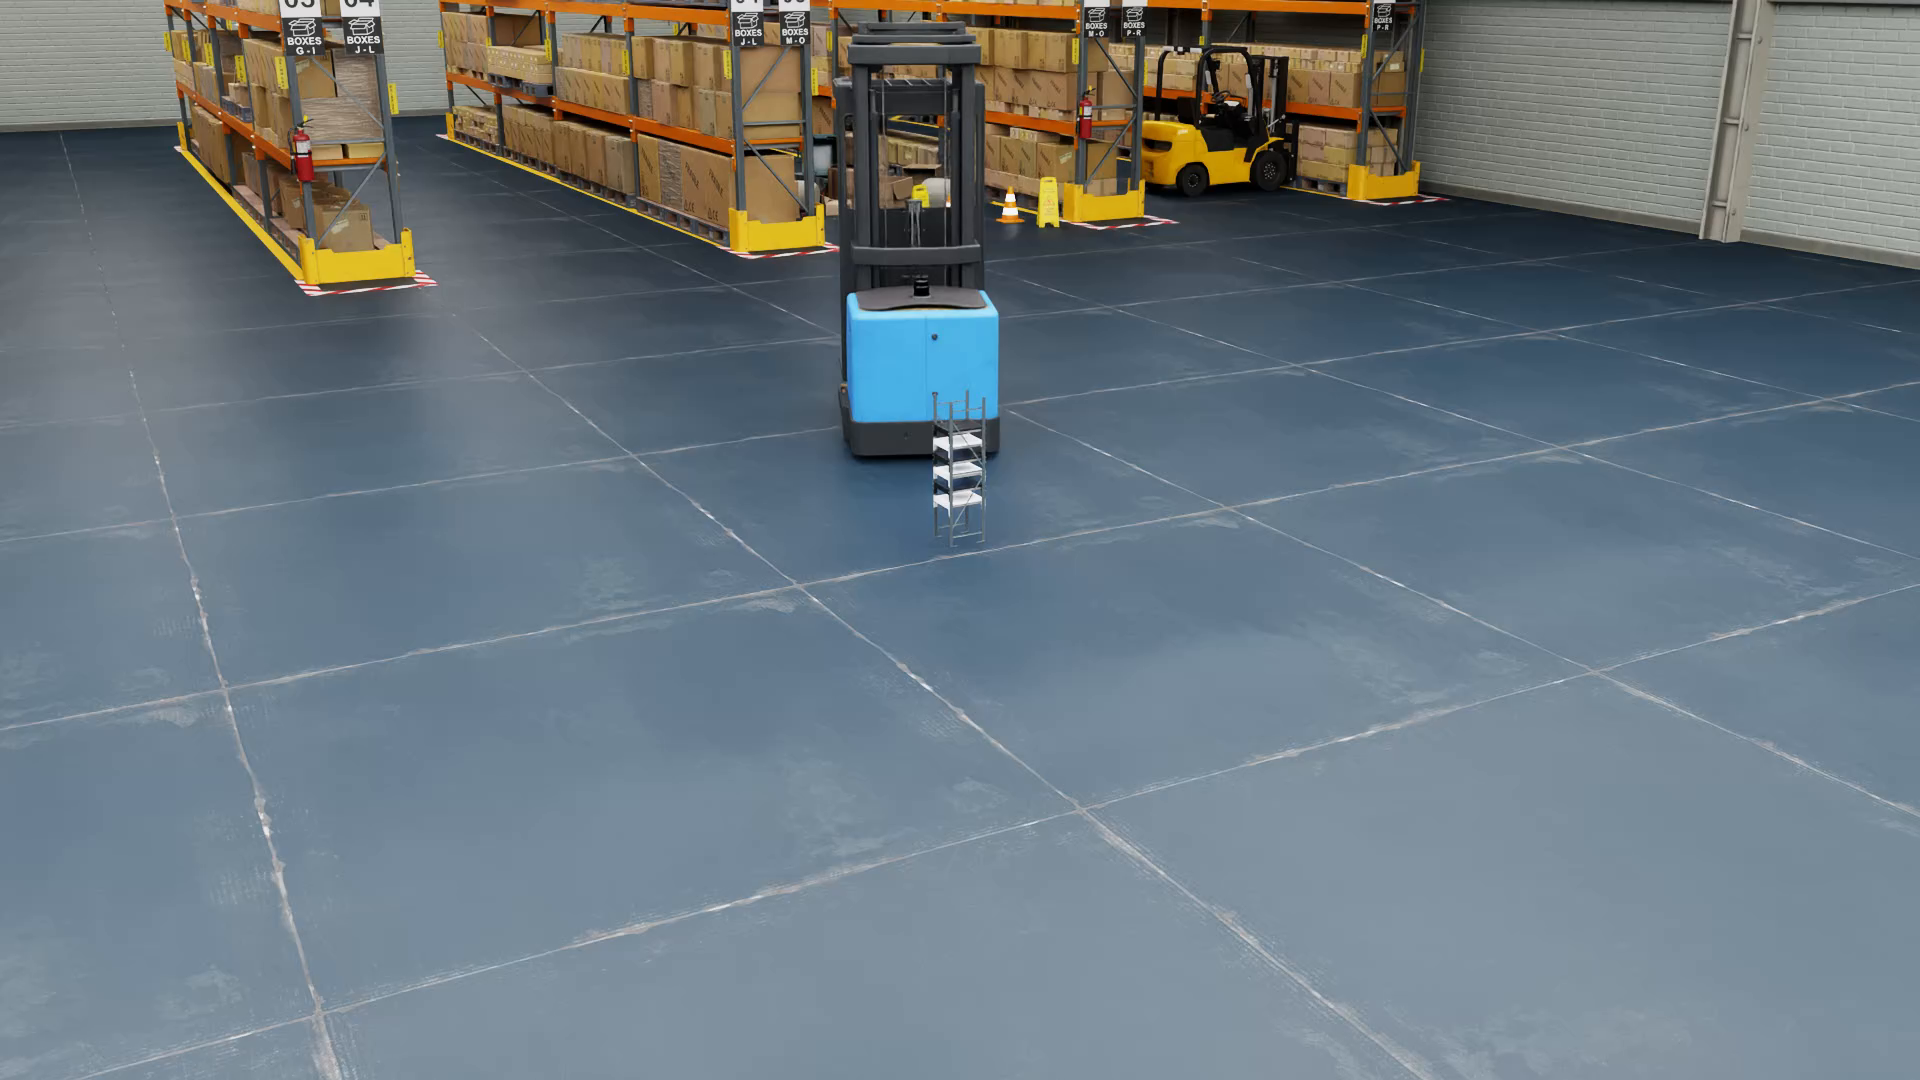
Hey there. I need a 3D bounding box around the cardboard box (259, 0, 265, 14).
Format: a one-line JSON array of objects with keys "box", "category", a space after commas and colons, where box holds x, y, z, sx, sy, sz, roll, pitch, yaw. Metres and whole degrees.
[{"box": [-7.618, -6.072, 18.760, 0.500, 0.250, 0.500, -9, 21, -25], "category": "cardboard box"}]

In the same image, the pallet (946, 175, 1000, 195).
[{"box": [0.482, -5.512, 25.782, 1.003, 0.211, 1.213, -10, 21, -27], "category": "pallet"}]

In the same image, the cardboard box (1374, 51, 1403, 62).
[{"box": [6.427, -7.263, 24.978, 0.380, 0.149, 0.250, -10, 22, -28], "category": "cardboard box"}]

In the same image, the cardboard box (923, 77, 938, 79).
[{"box": [-0.355, -7.202, 26.147, 0.380, 0.149, 0.250, -10, 21, -26], "category": "cardboard box"}]

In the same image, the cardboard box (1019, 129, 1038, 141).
[{"box": [1.072, -5.786, 23.729, 0.380, 0.149, 0.250, -10, 21, -26], "category": "cardboard box"}]

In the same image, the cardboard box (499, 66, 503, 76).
[{"box": [-7.823, -8.191, 29.011, 0.380, 0.149, 0.250, -10, 21, -26], "category": "cardboard box"}]

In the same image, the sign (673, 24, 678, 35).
[{"box": [-6.058, -10.825, 35.455, 0.100, 0.325, 0.005, -10, 21, -27], "category": "sign"}]

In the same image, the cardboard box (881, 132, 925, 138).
[{"box": [-1.150, -6.748, 28.473, 0.950, 0.372, 0.625, -10, 22, -28], "category": "cardboard box"}]

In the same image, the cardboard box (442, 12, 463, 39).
[{"box": [-9.895, -10.157, 32.827, 0.500, 0.500, 0.500, -10, 21, -27], "category": "cardboard box"}]

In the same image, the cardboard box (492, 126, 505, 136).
[{"box": [-8.405, -7.551, 30.687, 0.380, 0.149, 0.250, -10, 21, -26], "category": "cardboard box"}]

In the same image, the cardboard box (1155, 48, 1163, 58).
[{"box": [3.622, -8.495, 29.003, 0.380, 0.149, 0.250, -11, 22, -28], "category": "cardboard box"}]

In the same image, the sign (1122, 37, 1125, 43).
[{"box": [3.086, -9.570, 31.492, 0.100, 0.325, 0.005, -10, 21, -27], "category": "sign"}]

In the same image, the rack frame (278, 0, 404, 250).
[{"box": [-6.690, -4.334, 18.094, 1.000, 3.000, 0.127, -10, 21, -27], "category": "rack frame"}]

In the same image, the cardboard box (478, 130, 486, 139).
[{"box": [-8.953, -7.726, 31.650, 0.380, 0.149, 0.250, -10, 21, -27], "category": "cardboard box"}]

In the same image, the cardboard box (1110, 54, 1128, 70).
[{"box": [3.064, -8.639, 30.033, 0.500, 0.250, 0.500, -11, 22, -28], "category": "cardboard box"}]

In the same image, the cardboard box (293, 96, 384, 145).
[{"box": [-6.927, -4.684, 18.499, 0.875, 0.500, 0.500, -10, 21, -27], "category": "cardboard box"}]

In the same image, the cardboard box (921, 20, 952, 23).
[{"box": [-0.509, -11.054, 36.192, 0.500, 0.500, 0.500, -9, 21, -25], "category": "cardboard box"}]

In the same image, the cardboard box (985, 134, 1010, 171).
[{"box": [0.684, -5.759, 24.644, 0.500, 0.500, 0.500, -9, 21, -24], "category": "cardboard box"}]

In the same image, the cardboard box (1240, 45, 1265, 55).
[{"box": [4.753, -7.922, 26.887, 0.380, 0.149, 0.250, -9, 21, -25], "category": "cardboard box"}]

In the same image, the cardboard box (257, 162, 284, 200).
[{"box": [-9.338, -4.989, 23.149, 0.700, 0.500, 0.500, -12, 22, -31], "category": "cardboard box"}]

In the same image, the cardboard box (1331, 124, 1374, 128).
[{"box": [6.096, -6.321, 25.889, 0.500, 0.250, 0.500, -10, 21, -27], "category": "cardboard box"}]

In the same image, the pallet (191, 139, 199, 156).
[{"box": [-13.839, -7.392, 31.230, 1.003, 0.211, 1.213, -10, 21, -27], "category": "pallet"}]

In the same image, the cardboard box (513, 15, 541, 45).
[{"box": [-7.975, -9.346, 30.476, 0.500, 0.500, 0.500, -9, 21, -25], "category": "cardboard box"}]

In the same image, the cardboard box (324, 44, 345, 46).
[{"box": [-7.181, -5.483, 19.280, 0.500, 0.500, 0.500, -10, 21, -27], "category": "cardboard box"}]

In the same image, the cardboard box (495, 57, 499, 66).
[{"box": [-7.945, -8.406, 29.180, 0.380, 0.149, 0.250, -9, 21, -25], "category": "cardboard box"}]

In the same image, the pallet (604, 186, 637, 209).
[{"box": [-4.609, -5.114, 24.627, 1.003, 0.211, 1.213, -10, 21, -27], "category": "pallet"}]

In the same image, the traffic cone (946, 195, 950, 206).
[{"box": [-0.123, -4.324, 21.954, 0.336, 0.463, 0.334, -10, 21, -27], "category": "traffic cone"}]

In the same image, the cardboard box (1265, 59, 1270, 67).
[{"box": [5.001, -7.637, 26.518, 0.380, 0.149, 0.250, -11, 22, -28], "category": "cardboard box"}]

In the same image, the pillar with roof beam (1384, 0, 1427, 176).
[{"box": [3.072, -9.148, 22.846, 9.100, 9.000, 0.400, -10, 21, -27], "category": "pillar with roof beam"}]

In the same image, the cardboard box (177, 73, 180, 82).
[{"box": [-14.165, -8.509, 30.577, 0.380, 0.149, 0.250, -11, 22, -28], "category": "cardboard box"}]

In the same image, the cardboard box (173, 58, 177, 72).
[{"box": [-14.297, -8.818, 30.860, 0.500, 0.250, 0.500, -11, 22, -28], "category": "cardboard box"}]

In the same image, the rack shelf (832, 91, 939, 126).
[{"box": [-0.818, -7.252, 27.651, 1.077, 0.370, 4.000, -10, 21, -27], "category": "rack shelf"}]

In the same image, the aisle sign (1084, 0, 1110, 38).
[{"box": [1.806, -7.036, 21.937, 0.394, 0.787, 0.004, -10, 21, -27], "category": "aisle sign"}]

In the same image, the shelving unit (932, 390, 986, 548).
[{"box": [-0.004, -0.428, 9.991, 0.258, 0.900, 0.210, -10, 21, -27], "category": "shelving unit"}]

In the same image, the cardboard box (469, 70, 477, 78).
[{"box": [-9.123, -8.883, 31.661, 0.380, 0.149, 0.250, -10, 21, -26], "category": "cardboard box"}]

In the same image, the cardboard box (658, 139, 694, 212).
[{"box": [-3.508, -4.966, 22.539, 0.875, 0.875, 0.875, -10, 21, -26], "category": "cardboard box"}]

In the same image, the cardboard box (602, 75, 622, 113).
[{"box": [-4.899, -6.523, 24.282, 0.500, 0.500, 0.500, -10, 22, -27], "category": "cardboard box"}]

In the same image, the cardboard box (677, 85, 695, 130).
[{"box": [-3.217, -5.724, 21.893, 0.875, 0.550, 0.500, -10, 21, -27], "category": "cardboard box"}]

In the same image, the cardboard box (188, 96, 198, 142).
[{"box": [-13.913, -7.950, 31.186, 0.875, 0.875, 0.875, -10, 21, -27], "category": "cardboard box"}]

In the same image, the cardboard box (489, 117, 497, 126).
[{"box": [-8.529, -7.780, 30.893, 0.380, 0.149, 0.250, -10, 21, -26], "category": "cardboard box"}]

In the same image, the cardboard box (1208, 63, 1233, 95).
[{"box": [4.480, -7.667, 27.599, 0.500, 0.500, 0.500, -11, 22, -28], "category": "cardboard box"}]

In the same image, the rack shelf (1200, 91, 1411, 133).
[{"box": [5.448, -6.873, 26.555, 1.077, 0.370, 4.000, -10, 21, -27], "category": "rack shelf"}]

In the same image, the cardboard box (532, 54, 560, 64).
[{"box": [-6.712, -7.801, 26.969, 0.380, 0.149, 0.250, -11, 22, -29], "category": "cardboard box"}]

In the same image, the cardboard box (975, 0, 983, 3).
[{"box": [0.438, -7.973, 24.427, 0.380, 0.149, 0.250, -9, 21, -25], "category": "cardboard box"}]

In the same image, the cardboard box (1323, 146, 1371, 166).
[{"box": [5.892, -5.866, 25.337, 0.500, 0.250, 0.500, -10, 22, -27], "category": "cardboard box"}]

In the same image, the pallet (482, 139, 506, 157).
[{"box": [-8.325, -7.388, 31.217, 1.003, 0.211, 1.213, -10, 21, -27], "category": "pallet"}]

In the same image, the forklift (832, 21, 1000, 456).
[{"box": [-0.386, -2.410, 12.622, 1.130, 2.935, 3.031, -2, 19, -6], "category": "forklift"}]

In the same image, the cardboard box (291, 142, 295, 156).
[{"box": [-7.289, -4.401, 18.672, 0.380, 0.149, 0.250, -10, 21, -27], "category": "cardboard box"}]

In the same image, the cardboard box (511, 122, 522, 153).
[{"box": [-7.605, -7.131, 29.385, 0.500, 0.500, 0.500, -9, 21, -24], "category": "cardboard box"}]

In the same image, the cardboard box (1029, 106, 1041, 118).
[{"box": [1.196, -6.027, 23.383, 0.380, 0.149, 0.250, -10, 21, -26], "category": "cardboard box"}]

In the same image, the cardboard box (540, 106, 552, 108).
[{"box": [-7.167, -7.566, 29.497, 0.500, 0.250, 0.500, -9, 21, -24], "category": "cardboard box"}]

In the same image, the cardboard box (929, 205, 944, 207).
[{"box": [-0.368, -4.585, 23.190, 0.380, 0.149, 0.250, 1, 19, 2], "category": "cardboard box"}]

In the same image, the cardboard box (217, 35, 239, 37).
[{"box": [-11.129, -7.552, 25.728, 0.797, 0.503, 0.637, -9, 21, -25], "category": "cardboard box"}]

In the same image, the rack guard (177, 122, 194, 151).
[{"box": [-14.299, -7.753, 31.832, 1.175, 0.500, 0.348, -10, 21, -27], "category": "rack guard"}]

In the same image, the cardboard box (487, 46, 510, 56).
[{"box": [-8.193, -8.695, 29.561, 0.380, 0.149, 0.250, -9, 21, -24], "category": "cardboard box"}]
